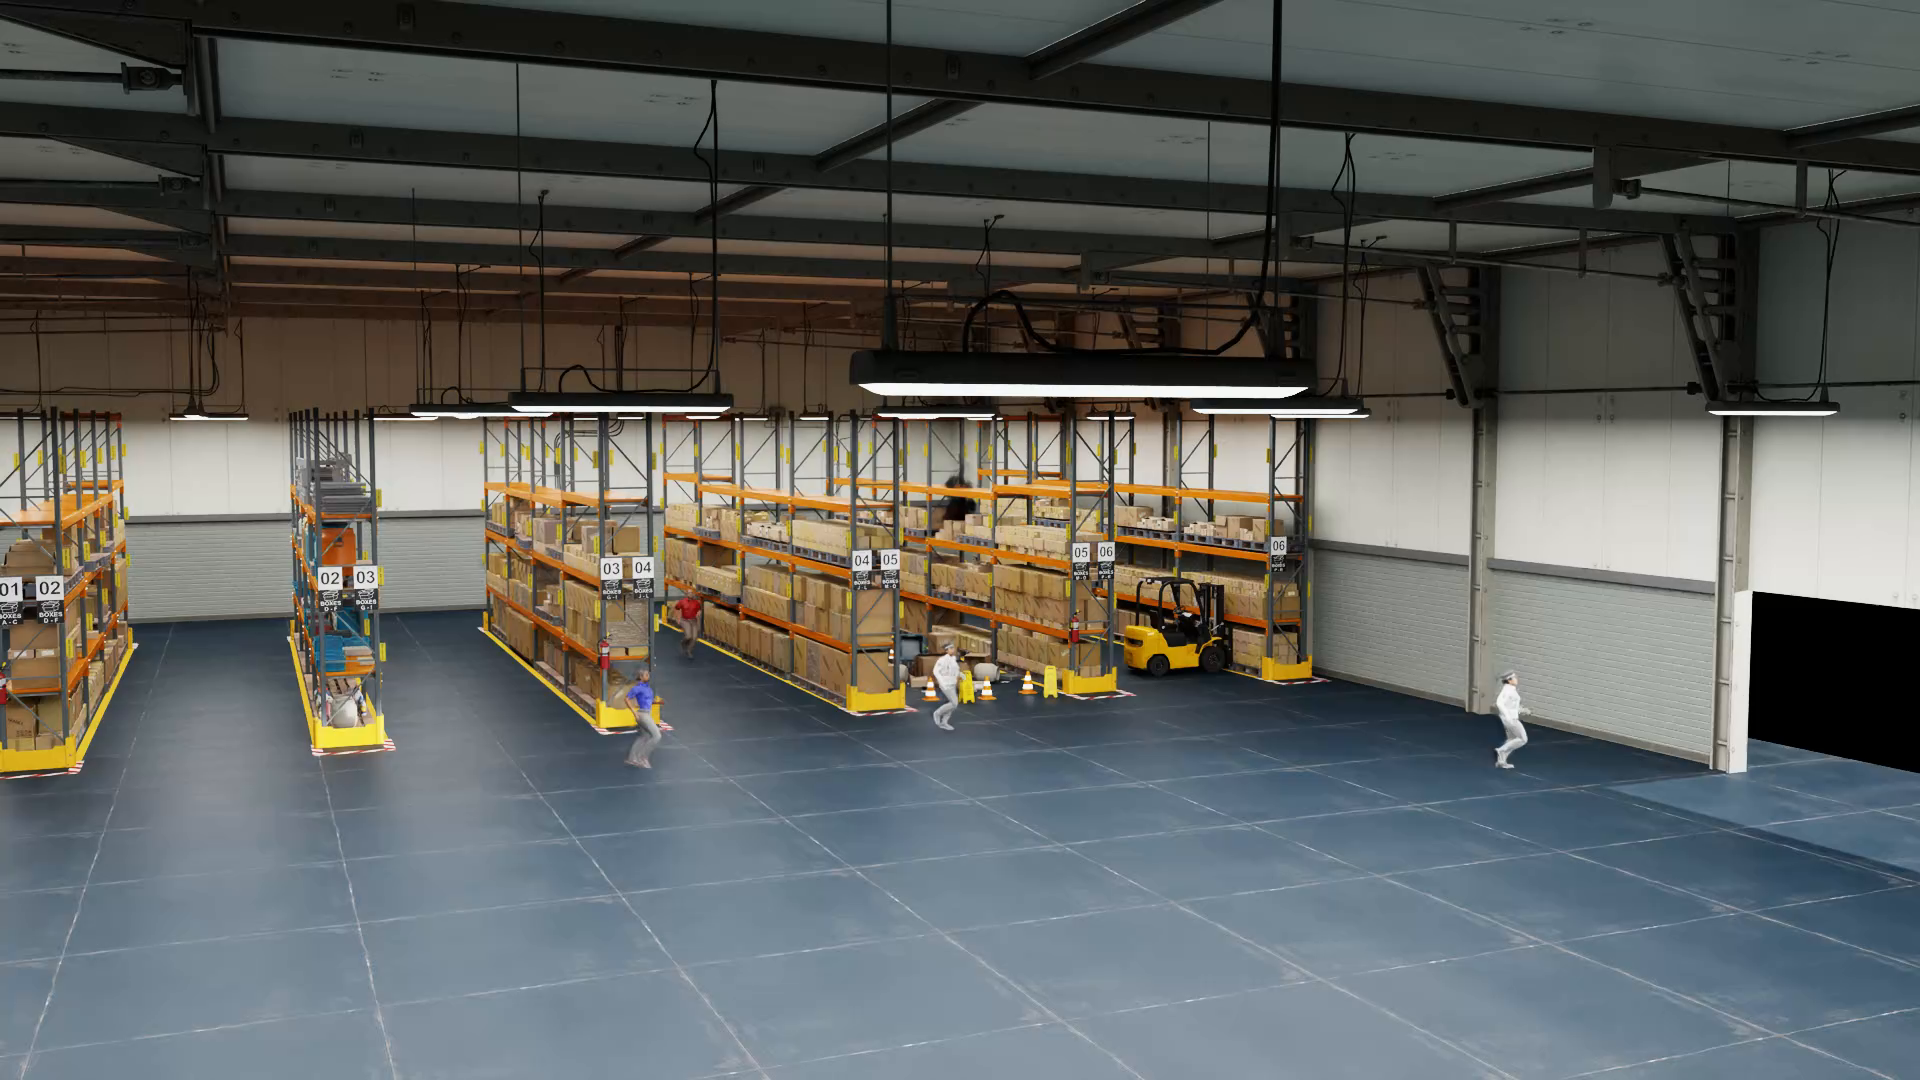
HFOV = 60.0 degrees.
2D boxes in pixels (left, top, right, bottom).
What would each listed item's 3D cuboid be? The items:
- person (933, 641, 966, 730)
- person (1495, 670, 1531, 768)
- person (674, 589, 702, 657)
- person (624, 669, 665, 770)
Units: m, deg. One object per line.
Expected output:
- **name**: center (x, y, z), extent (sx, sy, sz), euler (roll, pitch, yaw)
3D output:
- **person**: center (-0.180, 2.715, 31.162), extent (0.563, 1.668, 0.603), euler (2, 5, 31)
- **person**: center (9.164, 2.964, 27.538), extent (0.551, 1.653, 0.604), euler (1, 4, 17)
- **person**: center (-6.574, 2.038, 40.514), extent (0.652, 1.679, 0.590), euler (-2, 5, -29)
- **person**: center (-5.222, 2.969, 27.582), extent (0.697, 1.669, 0.545), euler (0, 4, 3)
